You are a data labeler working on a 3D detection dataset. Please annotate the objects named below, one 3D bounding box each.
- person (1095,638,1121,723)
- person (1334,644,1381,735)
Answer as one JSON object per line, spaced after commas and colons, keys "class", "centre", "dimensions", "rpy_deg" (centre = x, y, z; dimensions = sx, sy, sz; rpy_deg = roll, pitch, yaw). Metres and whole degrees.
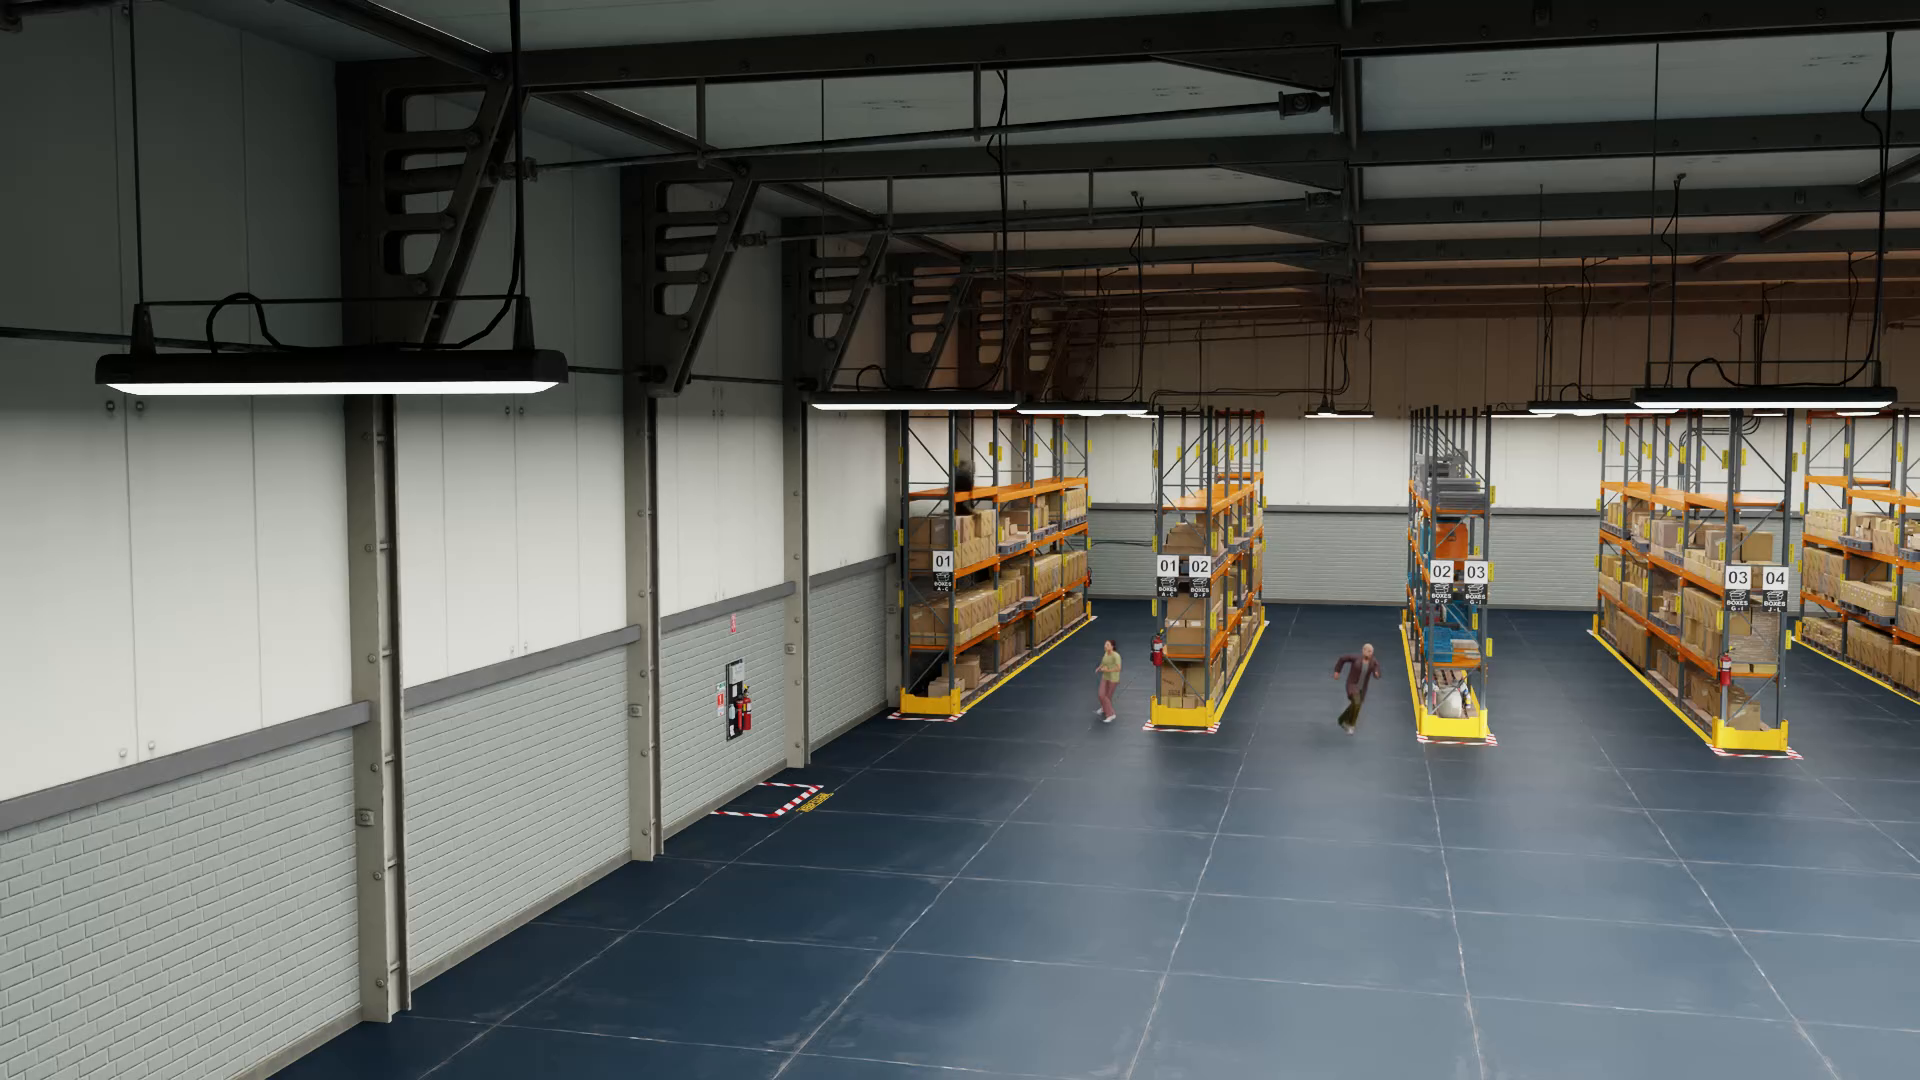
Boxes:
{"class": "person", "centre": [2.866, 2.666, 31.791], "dimensions": [0.703, 1.608, 0.653], "rpy_deg": [3, 5, 37]}
{"class": "person", "centre": [7.287, 2.699, 30.371], "dimensions": [0.677, 1.663, 1.084], "rpy_deg": [-1, 4, -15]}
